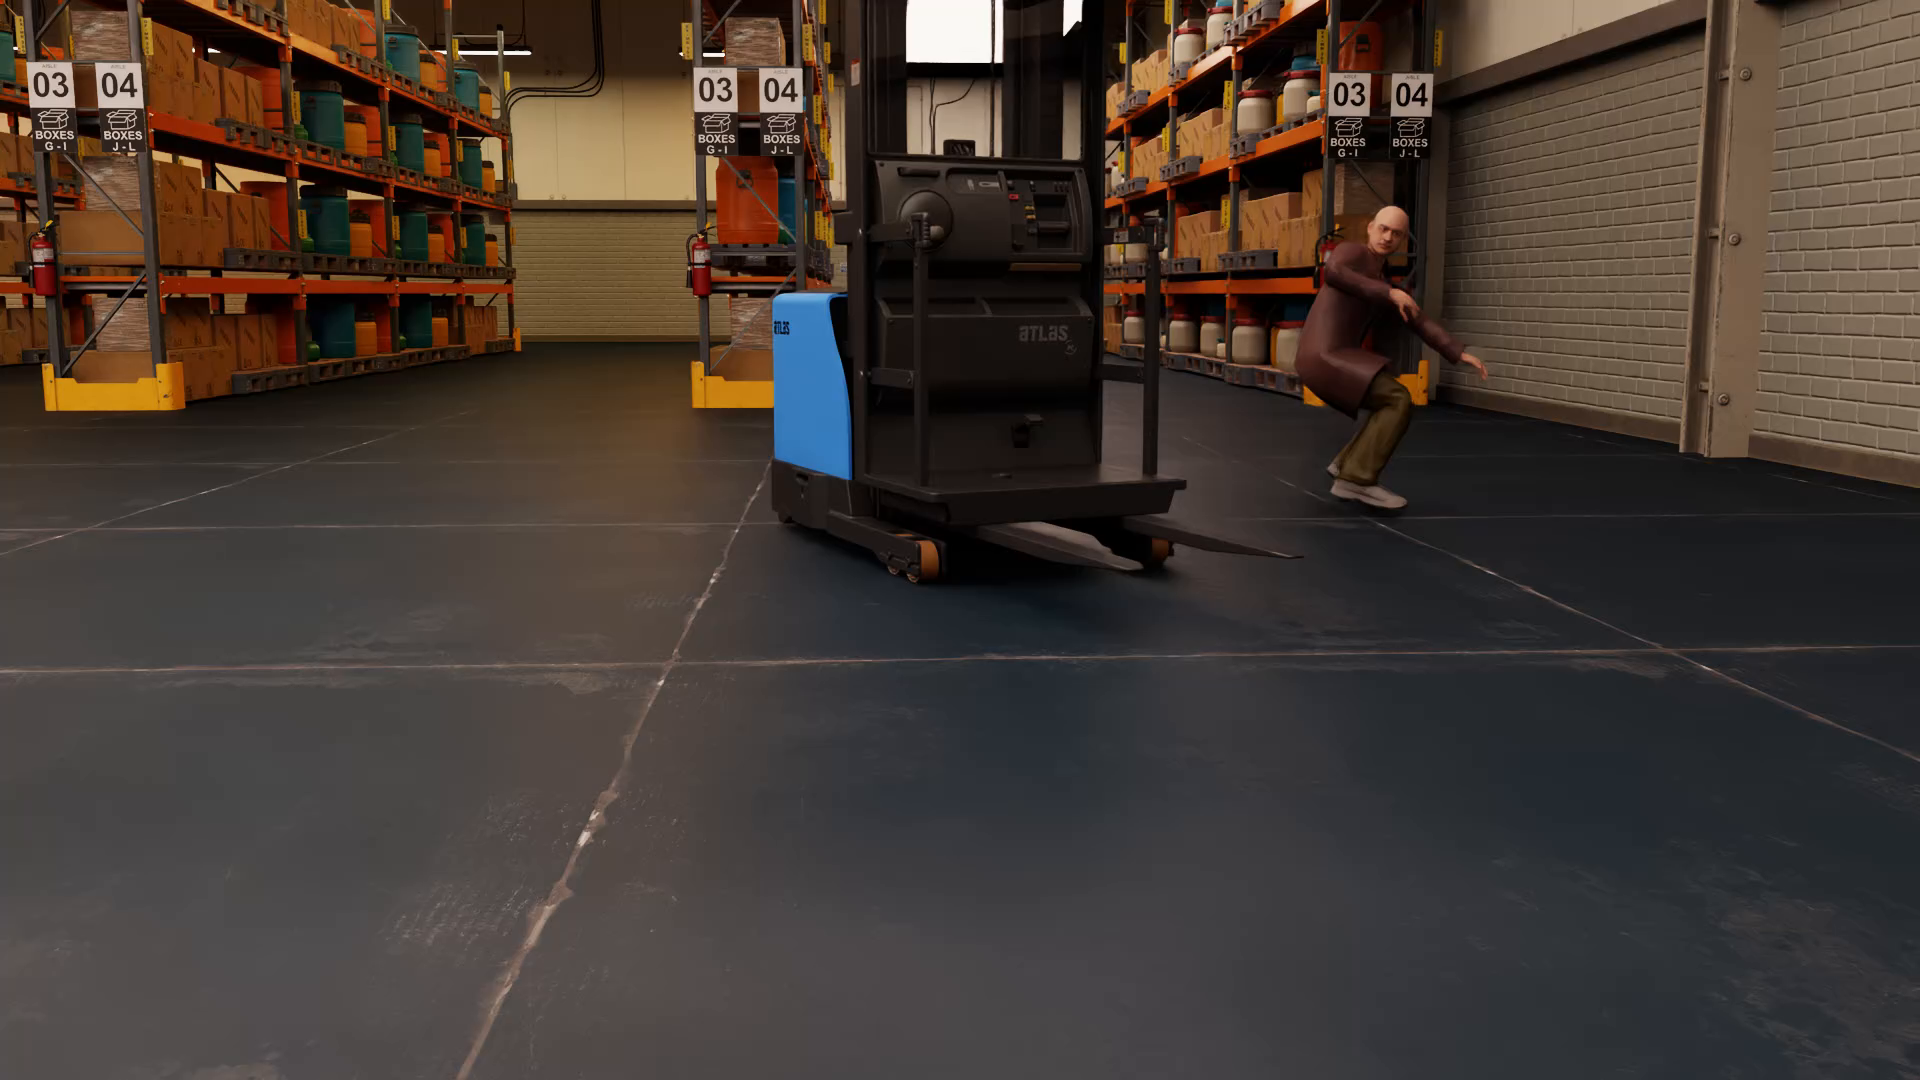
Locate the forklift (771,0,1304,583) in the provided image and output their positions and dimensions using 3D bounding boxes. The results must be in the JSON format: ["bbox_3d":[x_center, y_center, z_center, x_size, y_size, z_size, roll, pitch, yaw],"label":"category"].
[{"bbox_3d":[0.195,-1.360,6.486,1.130,2.935,3.031,-4,9,-24],"label":"forklift"}]

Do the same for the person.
[{"bbox_3d":[2.128,-0.882,8.260,0.910,1.532,0.846,3,9,21],"label":"person"}]
